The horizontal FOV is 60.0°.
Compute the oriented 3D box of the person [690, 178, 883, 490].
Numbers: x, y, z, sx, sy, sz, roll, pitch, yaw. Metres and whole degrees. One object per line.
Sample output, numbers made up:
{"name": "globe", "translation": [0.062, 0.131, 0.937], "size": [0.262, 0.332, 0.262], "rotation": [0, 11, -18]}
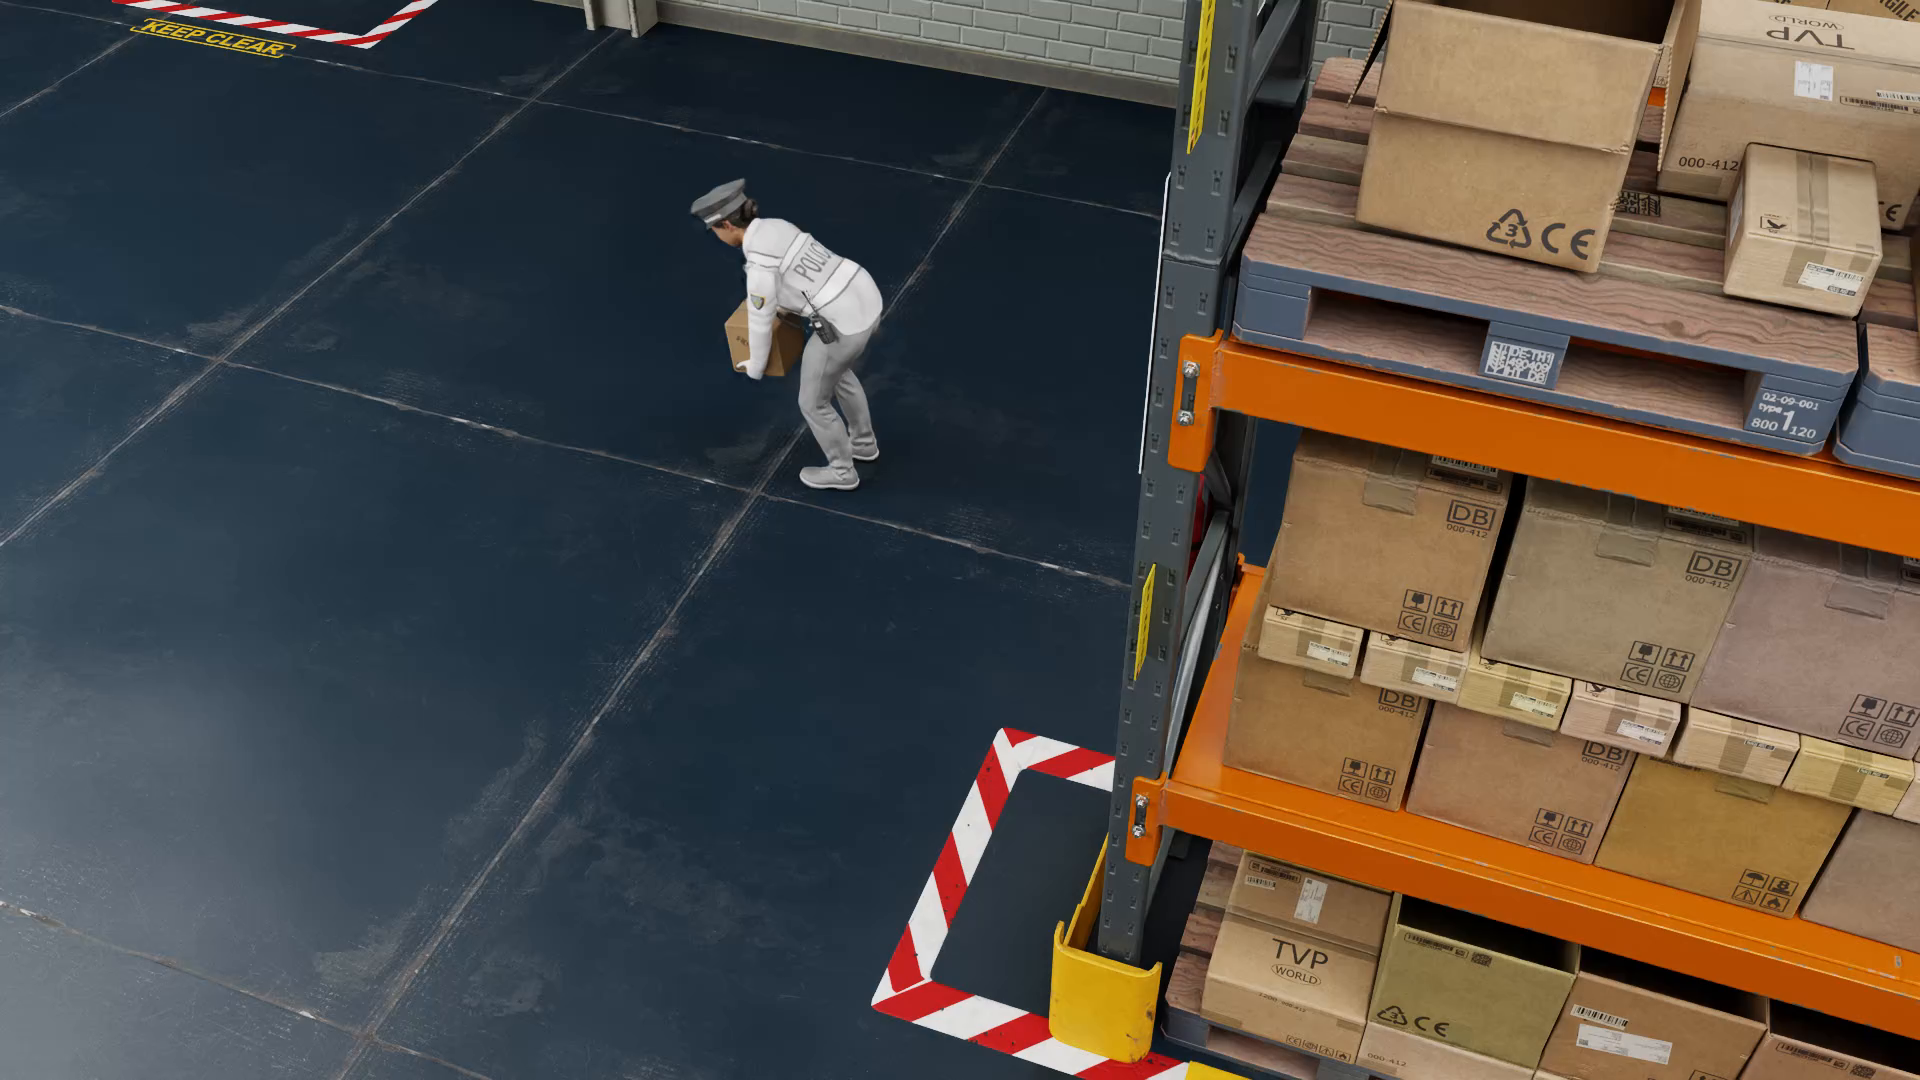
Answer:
{"name": "person", "translation": [-0.743, -0.902, 7.354], "size": [0.814, 1.427, 0.409], "rotation": [13, 43, 14]}
